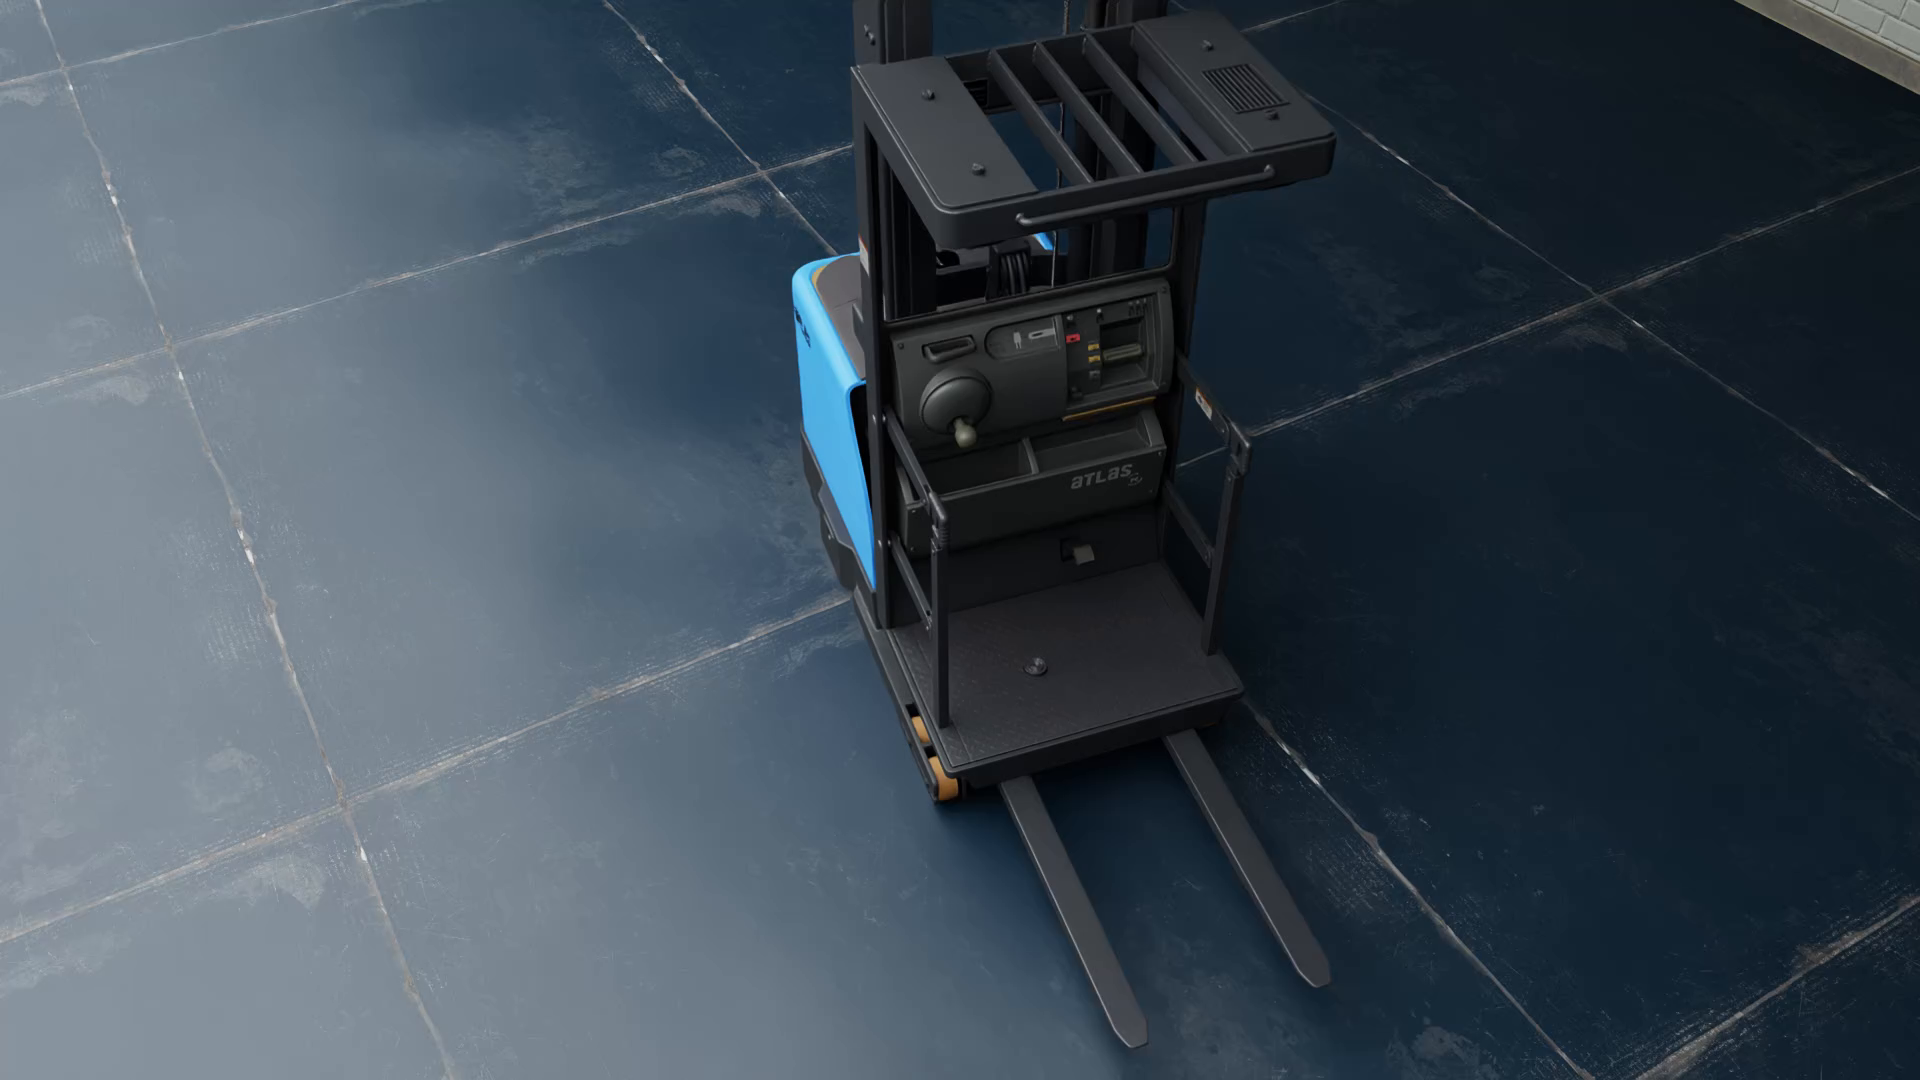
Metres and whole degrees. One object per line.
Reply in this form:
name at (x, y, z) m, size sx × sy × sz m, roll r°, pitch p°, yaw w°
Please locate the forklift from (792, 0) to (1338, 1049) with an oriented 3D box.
forklift at (0.315, -0.467, 5.126) m, size 1.130 × 2.935 × 3.031 m, roll -14°, pitch 46°, yaw -14°
